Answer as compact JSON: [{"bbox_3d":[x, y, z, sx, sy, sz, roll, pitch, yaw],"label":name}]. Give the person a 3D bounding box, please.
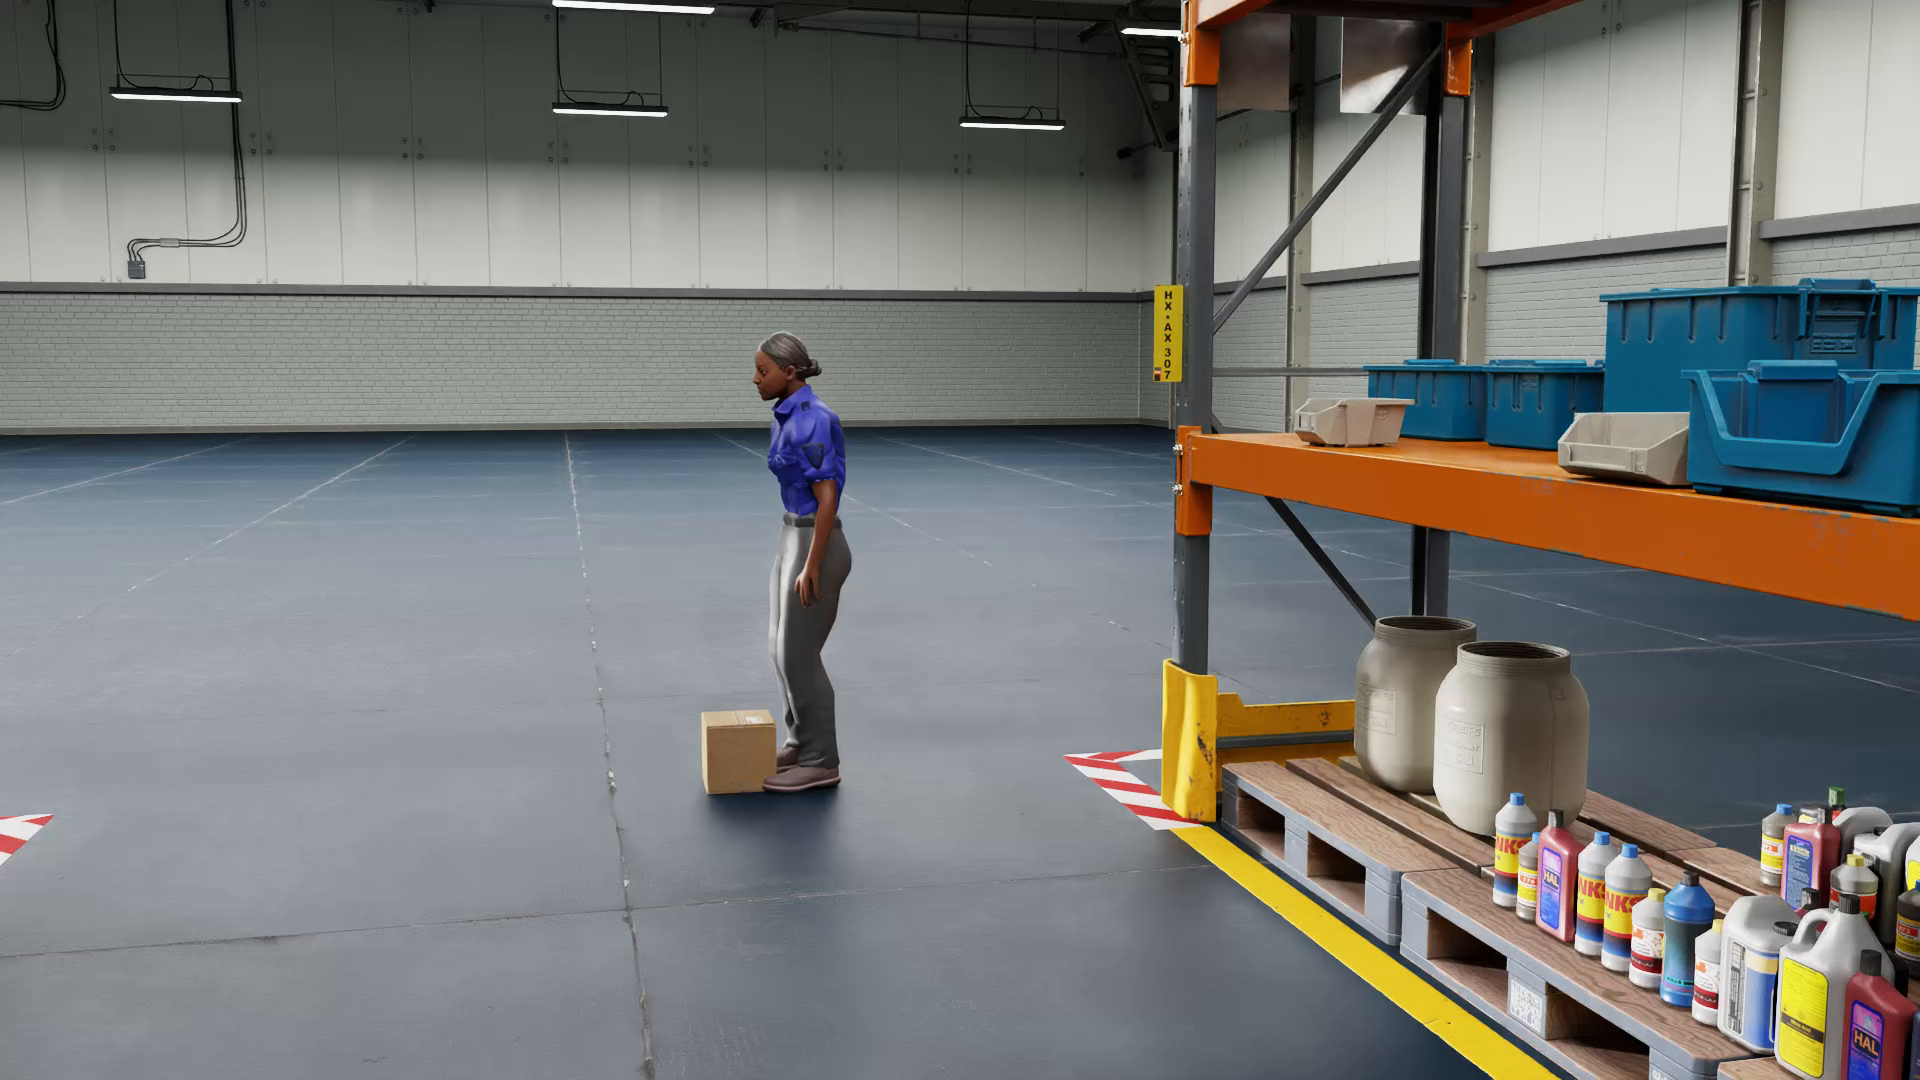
[{"bbox_3d":[-0.591,0.069,6.078,0.352,1.654,0.518,-2,6,-15],"label":"person"}]
